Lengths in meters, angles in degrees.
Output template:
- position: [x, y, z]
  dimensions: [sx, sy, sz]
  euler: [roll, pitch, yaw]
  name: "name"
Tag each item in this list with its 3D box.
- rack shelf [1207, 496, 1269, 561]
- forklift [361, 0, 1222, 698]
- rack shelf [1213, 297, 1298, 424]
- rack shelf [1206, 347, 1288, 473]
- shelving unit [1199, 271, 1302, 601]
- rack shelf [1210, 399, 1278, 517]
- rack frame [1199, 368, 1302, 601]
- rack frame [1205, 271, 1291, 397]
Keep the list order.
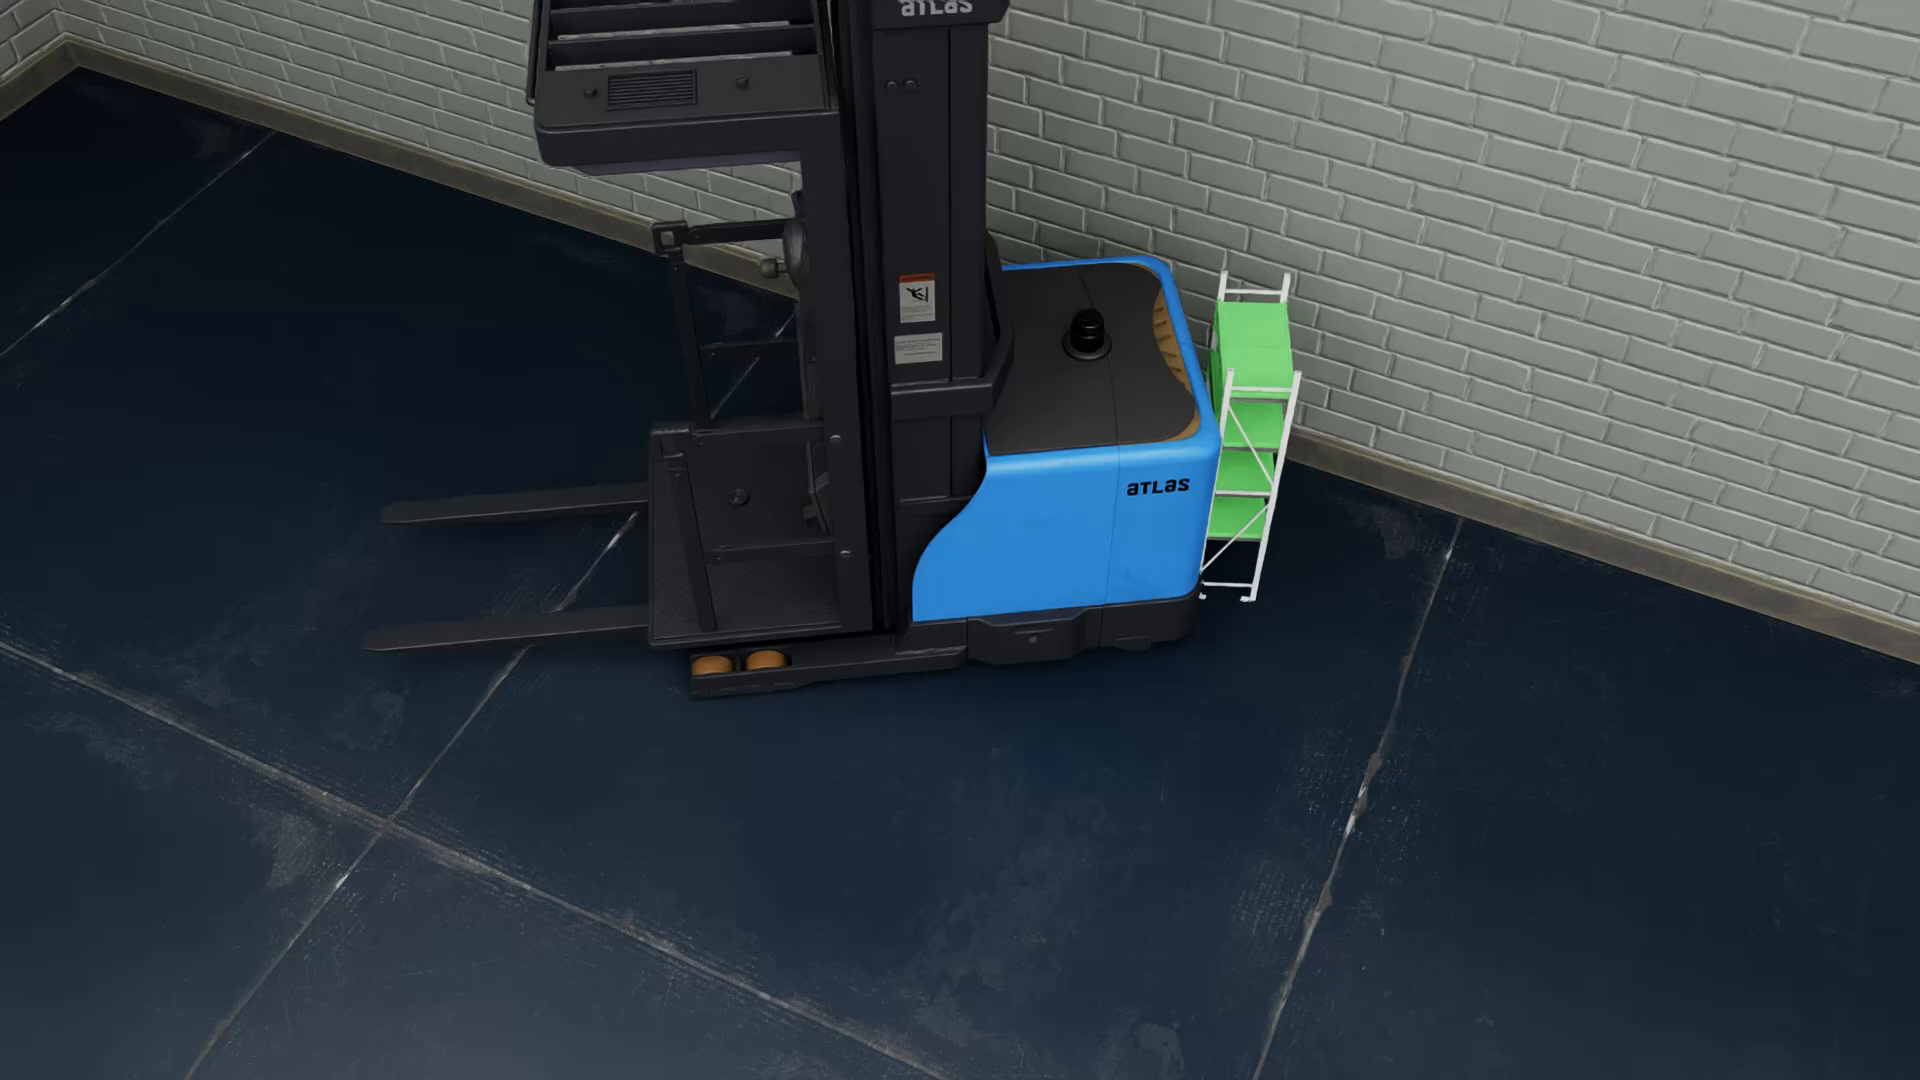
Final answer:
- position: [1.022, -0.155, 6.306]
  dimensions: [0.258, 0.148, 0.480]
  euler: [2, 50, 3]
  name: "rack shelf"
- position: [-0.676, -0.804, 5.325]
  dimensions: [3.031, 2.935, 1.130]
  euler: [-5, 50, -4]
  name: "forklift"
- position: [1.016, -0.622, 5.758]
  dimensions: [0.258, 0.148, 0.480]
  euler: [2, 50, 3]
  name: "rack shelf"
- position: [1.018, -0.466, 5.941]
  dimensions: [0.258, 0.148, 0.480]
  euler: [2, 50, 3]
  name: "rack shelf"
- position: [1.020, -0.352, 6.075]
  dimensions: [0.258, 1.200, 0.503]
  euler: [2, 50, 3]
  name: "shelving unit"
- position: [1.020, -0.310, 6.124]
  dimensions: [0.258, 0.148, 0.480]
  euler: [2, 50, 3]
  name: "rack shelf"
- position: [1.005, -0.166, 5.917]
  dimensions: [0.240, 1.200, 0.015]
  euler: [2, 50, 3]
  name: "rack frame"
- position: [1.034, -0.537, 6.233]
  dimensions: [0.240, 1.200, 0.015]
  euler: [2, 50, 3]
  name: "rack frame"
